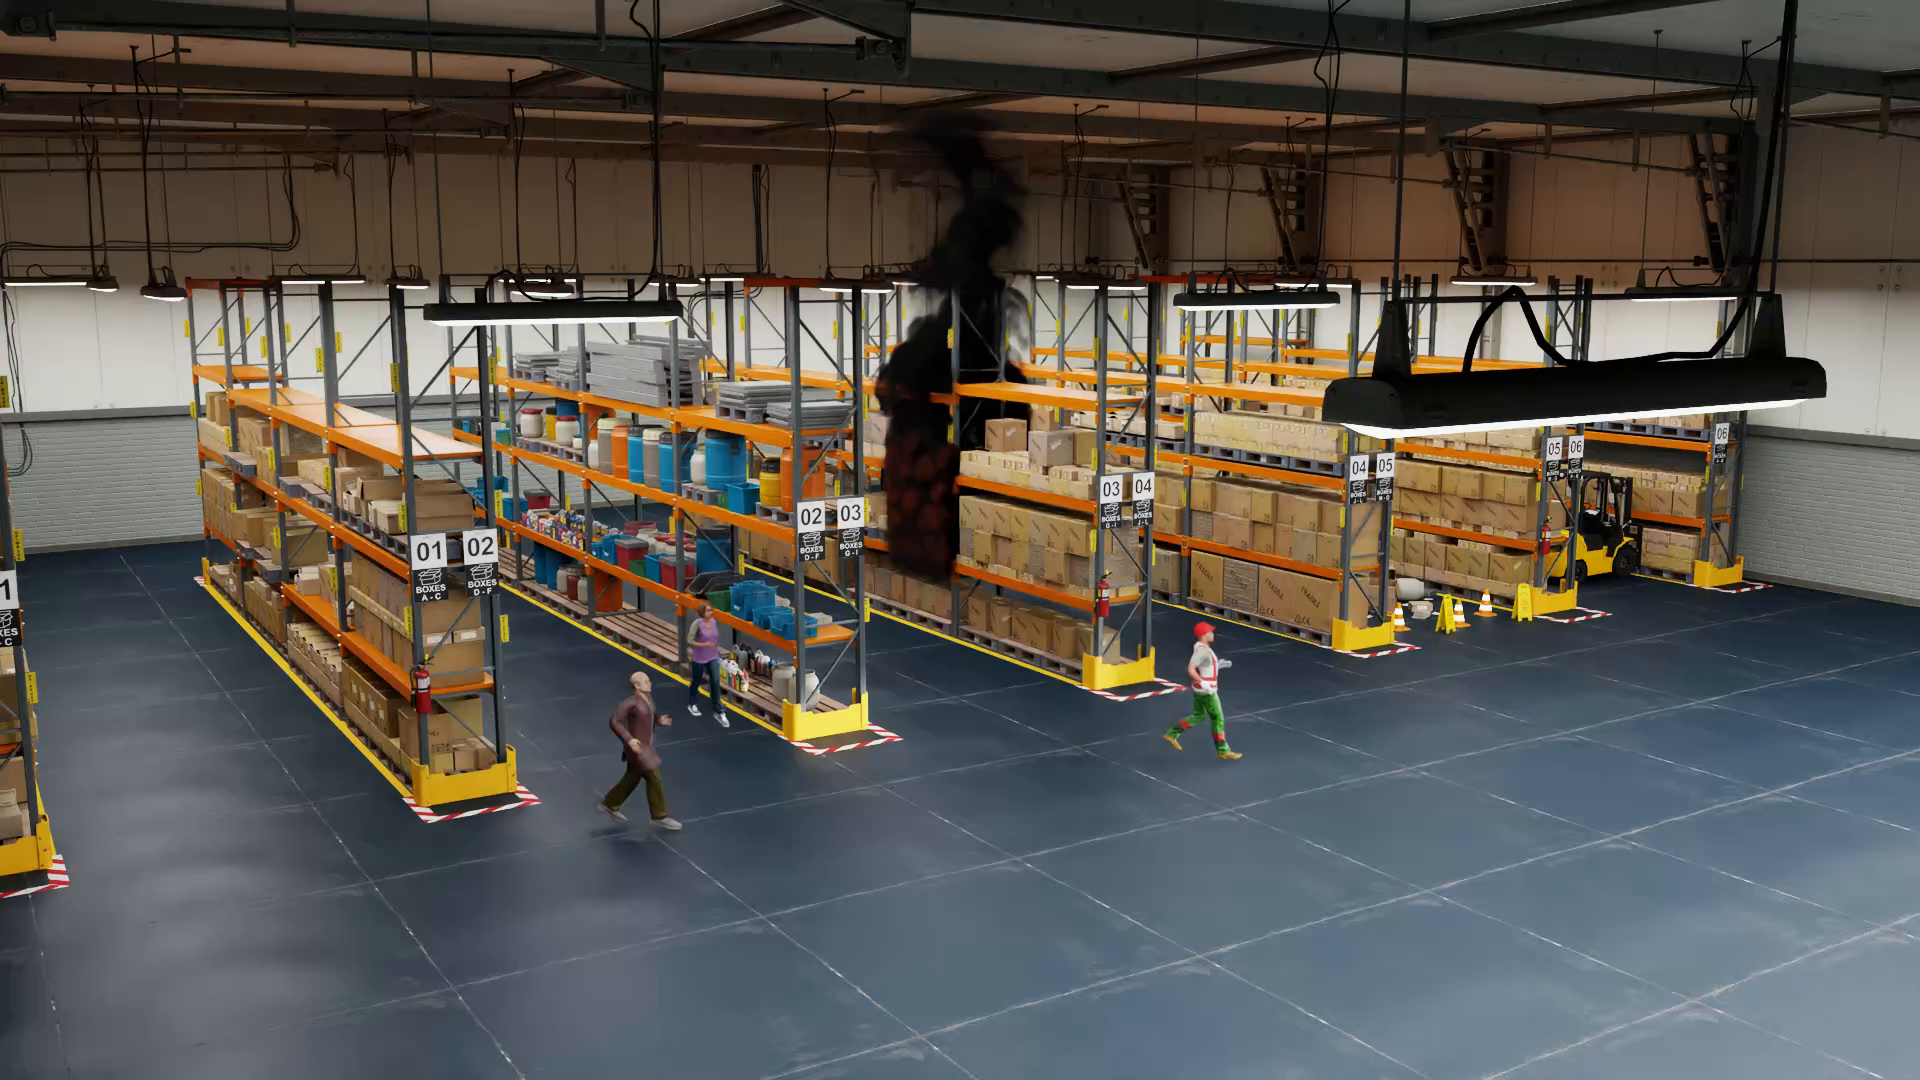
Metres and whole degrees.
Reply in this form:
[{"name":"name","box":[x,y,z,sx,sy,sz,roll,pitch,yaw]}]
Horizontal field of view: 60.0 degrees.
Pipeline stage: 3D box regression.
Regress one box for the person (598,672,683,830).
[{"name":"person","box":[-3.576,2.337,18.570,0.943,1.787,0.699,1,10,3]}]

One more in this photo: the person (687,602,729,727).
[{"name":"person","box":[-3.377,1.611,21.955,0.563,1.652,0.757,-8,12,-39]}]

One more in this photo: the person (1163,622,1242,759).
[{"name":"person","box":[3.105,1.909,21.169,0.999,1.766,0.663,0,10,0]}]
